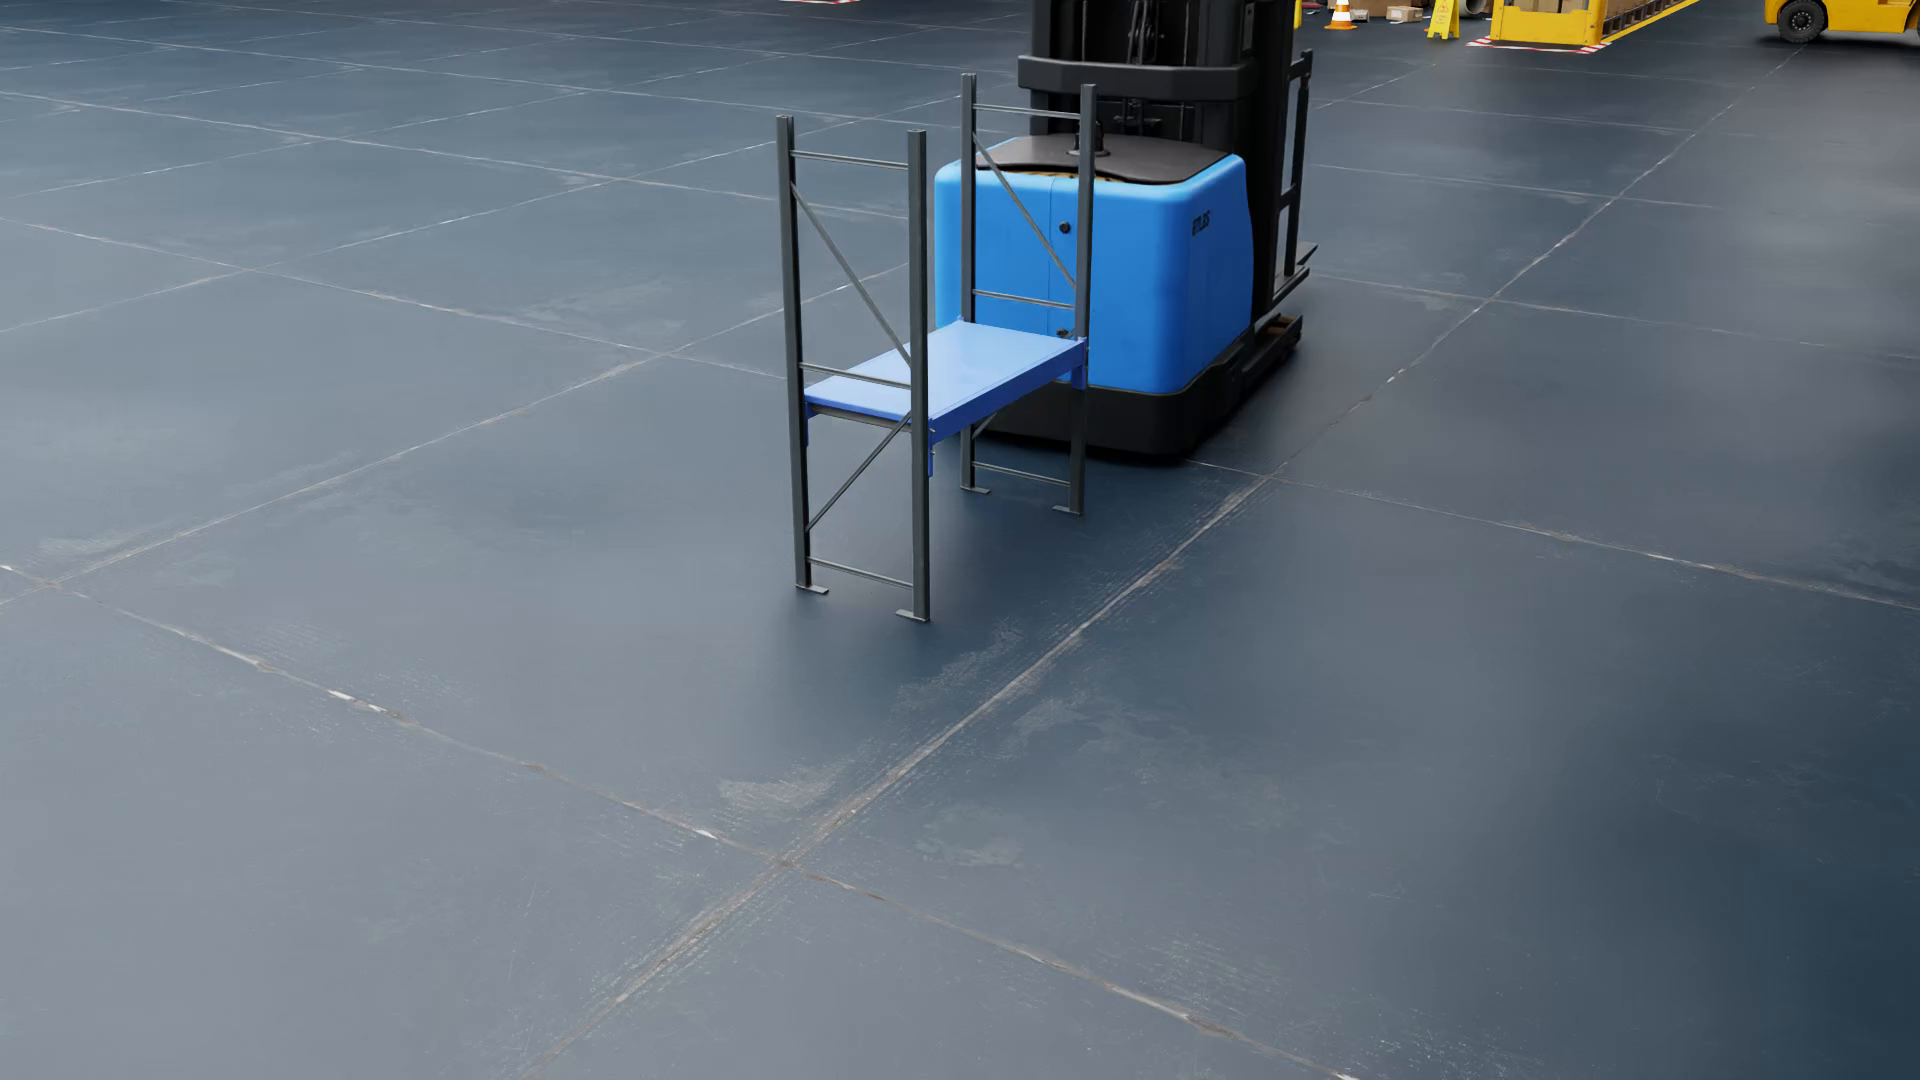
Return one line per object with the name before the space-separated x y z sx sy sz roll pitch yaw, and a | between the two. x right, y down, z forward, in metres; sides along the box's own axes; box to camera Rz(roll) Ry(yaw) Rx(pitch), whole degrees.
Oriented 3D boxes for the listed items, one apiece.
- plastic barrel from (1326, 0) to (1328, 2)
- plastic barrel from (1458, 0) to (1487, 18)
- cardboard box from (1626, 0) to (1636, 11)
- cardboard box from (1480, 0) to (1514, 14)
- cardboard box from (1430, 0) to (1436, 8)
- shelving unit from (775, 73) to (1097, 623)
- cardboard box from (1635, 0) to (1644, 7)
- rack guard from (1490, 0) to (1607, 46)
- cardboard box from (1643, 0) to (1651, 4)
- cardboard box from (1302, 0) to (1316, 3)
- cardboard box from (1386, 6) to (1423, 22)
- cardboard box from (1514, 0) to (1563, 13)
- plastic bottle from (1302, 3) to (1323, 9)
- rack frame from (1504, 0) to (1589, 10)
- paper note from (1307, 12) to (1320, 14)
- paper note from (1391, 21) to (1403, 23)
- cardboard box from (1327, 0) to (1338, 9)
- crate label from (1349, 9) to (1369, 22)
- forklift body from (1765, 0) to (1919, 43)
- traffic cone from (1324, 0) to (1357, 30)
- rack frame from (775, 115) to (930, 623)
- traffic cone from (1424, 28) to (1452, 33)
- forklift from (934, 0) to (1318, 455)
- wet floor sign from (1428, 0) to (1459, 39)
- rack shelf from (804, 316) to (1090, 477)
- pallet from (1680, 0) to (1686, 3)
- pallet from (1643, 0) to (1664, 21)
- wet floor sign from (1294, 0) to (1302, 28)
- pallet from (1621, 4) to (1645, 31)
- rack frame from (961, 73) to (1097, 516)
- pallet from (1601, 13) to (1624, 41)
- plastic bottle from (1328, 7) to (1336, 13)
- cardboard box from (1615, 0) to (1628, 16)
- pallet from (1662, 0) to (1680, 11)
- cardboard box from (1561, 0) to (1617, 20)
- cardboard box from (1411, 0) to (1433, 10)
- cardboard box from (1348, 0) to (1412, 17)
plastic barrel | 5.104 -7.443 22.410 0.421 0.421 0.512 -7 24 -17
plastic barrel | 6.352 -6.808 20.944 0.421 0.421 0.512 -7 24 -17
cardboard box | 7.762 -6.479 19.873 0.500 0.250 0.500 16 28 32
cardboard box | 6.937 -7.104 21.527 0.500 0.500 0.500 -7 24 -17
cardboard box | 6.405 -7.247 22.155 0.258 0.266 0.396 -3 24 -7
shelving unit | -0.045 -0.659 5.386 0.538 1.500 1.048 14 27 29
cardboard box | 8.030 -6.649 20.266 0.500 0.250 0.500 14 27 30
rack guard | 6.588 -5.855 18.645 1.175 0.500 0.348 14 27 29
cardboard box | 8.302 -6.820 20.660 0.500 0.250 0.500 13 27 28
cardboard box | 4.453 -7.445 22.314 0.500 0.500 0.500 20 30 38
cardboard box | 5.523 -6.533 20.655 0.250 0.149 0.380 -12 26 -26
cardboard box | 6.759 -6.245 19.331 0.500 0.250 0.500 14 27 29
plastic bottle | 4.659 -7.075 22.017 0.283 0.061 0.133 5 24 11
rack frame | 6.548 -6.976 18.089 1.000 3.000 0.127 14 27 29
paper note | 4.537 -6.776 21.365 0.142 0.017 0.144 -17 29 -35
paper note | 5.356 -6.350 20.380 0.148 0.019 0.142 5 24 11
cardboard box | 5.058 -7.109 21.837 0.396 0.266 0.258 20 30 38
crate label | 4.919 -6.474 20.533 0.250 0.136 0.298 1 23 2
forklift body | 10.218 -6.570 18.220 2.313 2.155 1.214 14 27 29
traffic cone | 4.557 -6.345 19.825 0.336 0.463 0.334 14 27 29
rack frame | -0.313 -0.488 4.989 0.500 1.500 0.032 14 27 29
traffic cone | 5.679 -6.228 19.553 0.336 0.463 0.334 14 27 29
forklift | 0.958 -2.222 7.193 1.130 2.935 3.031 10 25 22
wet floor sign | 5.539 -6.056 18.927 0.232 0.644 0.267 -17 29 -35
rack shelf | -0.045 -0.494 5.457 0.538 0.185 1.000 14 27 29
pallet | 9.710 -7.723 23.325 1.003 0.211 1.213 14 27 29
pallet | 8.334 -6.813 21.221 1.003 0.211 1.213 14 27 29
wet floor sign | 3.957 -6.474 19.894 0.267 0.644 0.232 9 25 20
pallet | 7.691 -6.399 20.266 1.003 0.211 1.213 14 27 29
rack frame | 0.223 -0.831 5.782 0.500 1.500 0.032 14 27 29
pallet | 7.047 -5.989 19.319 1.003 0.211 1.213 14 27 29
plastic bottle | 4.839 -6.860 21.519 0.133 0.061 0.283 5 24 11
cardboard box | 7.484 -6.292 19.442 0.500 0.250 0.500 15 28 31
pallet | 9.068 -7.310 22.370 1.003 0.211 1.213 14 27 29
cardboard box | 7.209 -6.122 19.047 0.500 0.250 0.500 14 27 29
cardboard box | 5.810 -7.334 21.886 0.797 0.637 0.503 14 27 29
cardboard box | 5.324 -6.954 21.180 0.797 0.503 0.637 -3 24 -7
